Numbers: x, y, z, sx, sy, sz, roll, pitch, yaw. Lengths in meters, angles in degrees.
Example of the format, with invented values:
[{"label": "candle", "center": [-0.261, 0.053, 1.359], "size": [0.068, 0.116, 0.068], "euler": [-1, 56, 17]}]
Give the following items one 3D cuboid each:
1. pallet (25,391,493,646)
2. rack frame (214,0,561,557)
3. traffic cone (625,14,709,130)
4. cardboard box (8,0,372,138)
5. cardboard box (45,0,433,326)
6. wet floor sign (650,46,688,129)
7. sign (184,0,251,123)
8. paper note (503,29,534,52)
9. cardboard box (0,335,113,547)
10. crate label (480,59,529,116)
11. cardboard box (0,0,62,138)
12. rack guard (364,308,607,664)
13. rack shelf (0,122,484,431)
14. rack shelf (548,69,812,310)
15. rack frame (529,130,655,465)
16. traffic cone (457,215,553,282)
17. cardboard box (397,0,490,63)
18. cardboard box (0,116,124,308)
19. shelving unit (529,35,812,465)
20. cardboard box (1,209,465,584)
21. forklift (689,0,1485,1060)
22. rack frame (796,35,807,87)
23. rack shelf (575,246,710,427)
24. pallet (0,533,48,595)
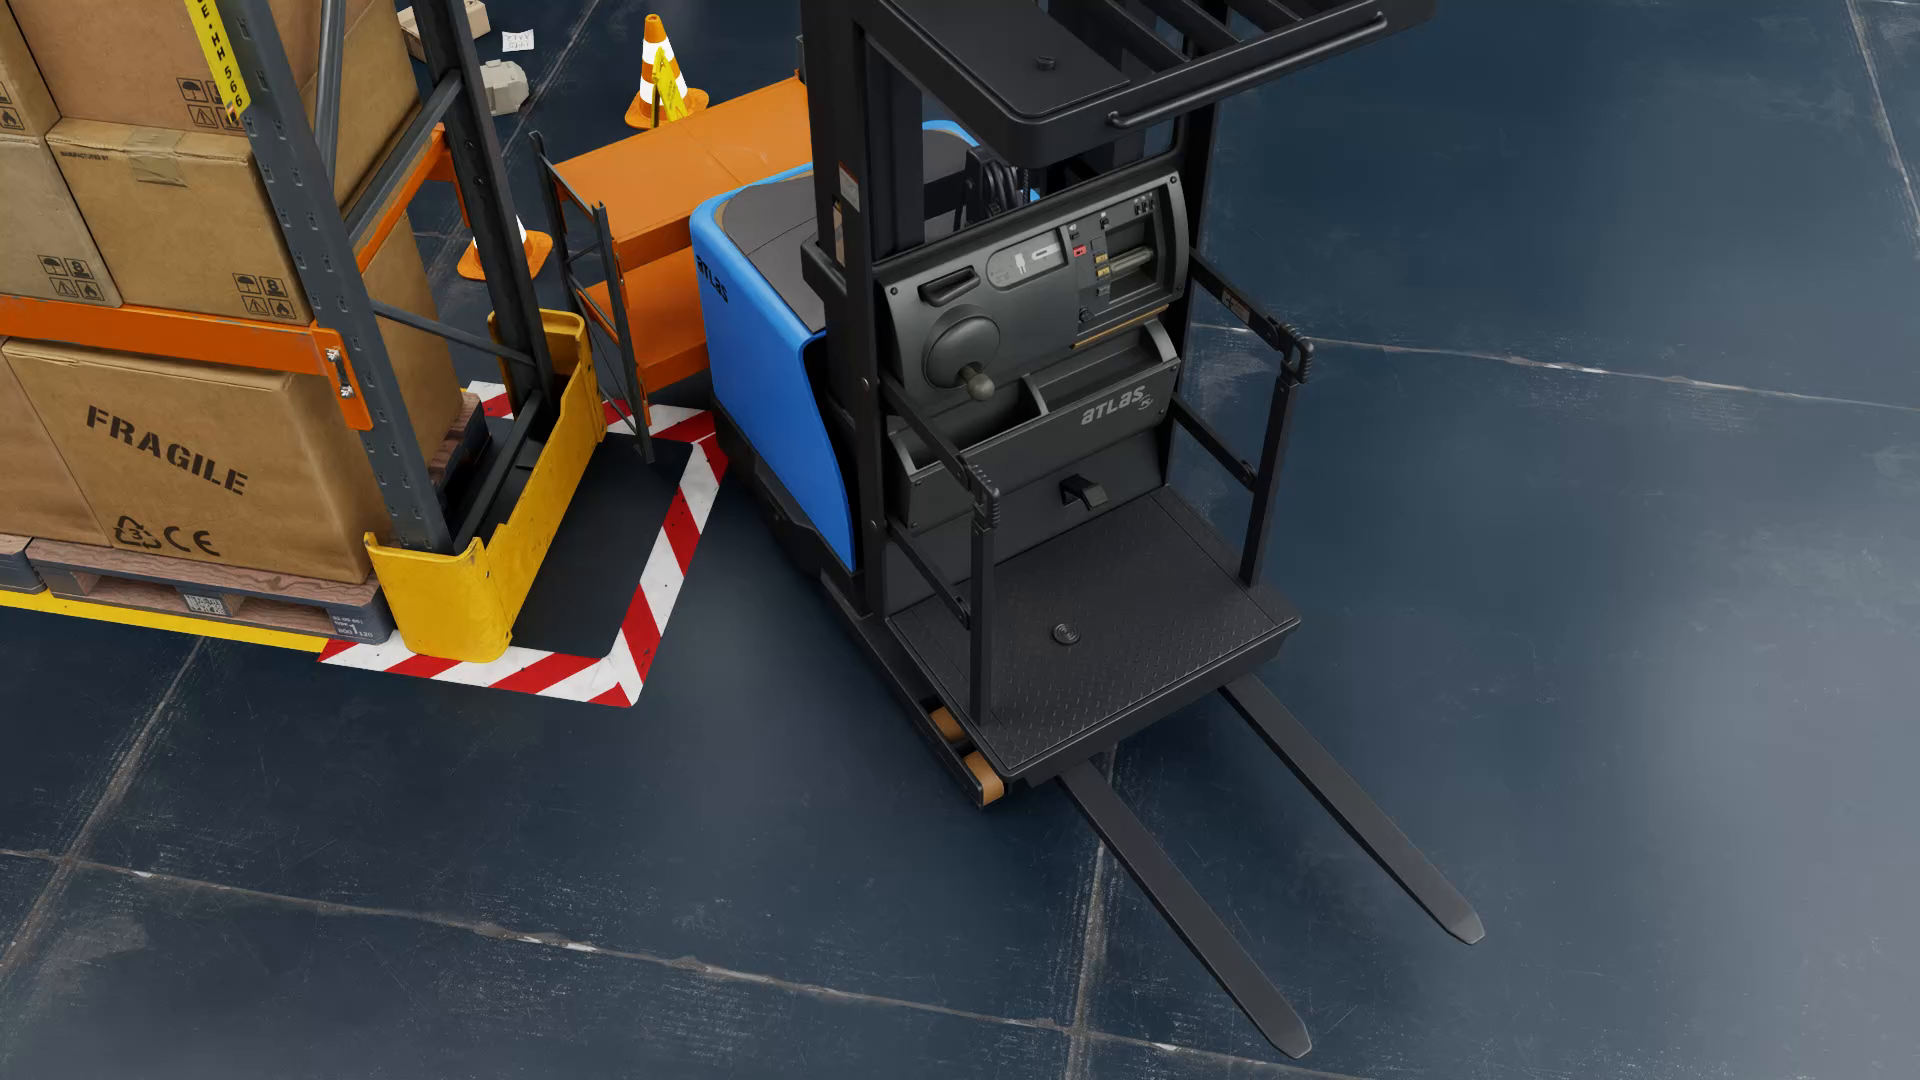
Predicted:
[{"label": "pallet", "center": [-2.385, -0.165, 5.756], "size": [1.213, 0.211, 1.003], "euler": [8, 49, 7]}, {"label": "rack frame", "center": [-1.584, -1.048, 4.676], "size": [0.127, 3.000, 1.000], "euler": [8, 49, 7]}, {"label": "traffic cone", "center": [-1.318, -2.092, 7.319], "size": [0.334, 0.463, 0.336], "euler": [8, 49, 7]}, {"label": "cardboard box", "center": [-1.942, -1.537, 4.288], "size": [0.550, 0.550, 0.875], "euler": [8, 49, 7]}, {"label": "cardboard box", "center": [-1.957, -1.115, 4.634], "size": [0.550, 0.550, 0.875], "euler": [8, 49, 7]}, {"label": "wet floor sign", "center": [-1.203, -1.707, 6.850], "size": [0.232, 0.644, 0.267], "euler": [0, 48, 0]}, {"label": "sign", "center": [-1.694, -1.119, 3.801], "size": [0.005, 0.325, 0.100], "euler": [8, 49, 7]}, {"label": "paper note", "center": [-2.087, -2.361, 7.851], "size": [0.142, 0.019, 0.148], "euler": [-7, 48, -7]}, {"label": "cardboard box", "center": [-3.129, -0.635, 5.450], "size": [0.875, 0.875, 0.875], "euler": [7, 48, 6]}, {"label": "crate label", "center": [-2.103, -2.042, 7.493], "size": [0.298, 0.136, 0.250], "euler": [-15, 50, -13]}, {"label": "cardboard box", "center": [-2.500, -1.542, 4.292], "size": [0.550, 0.550, 0.875], "euler": [8, 49, 7]}, {"label": "rack guard", "center": [-1.560, -0.210, 5.602], "size": [0.348, 0.500, 1.175], "euler": [8, 49, 7]}, {"label": "rack shelf", "center": [-3.552, -1.073, 5.181], "size": [4.000, 0.370, 1.077], "euler": [8, 49, 7]}, {"label": "rack shelf", "center": [-0.838, -1.218, 5.694], "size": [1.000, 0.278, 0.538], "euler": [-27, 54, -22]}, {"label": "rack frame", "center": [-1.256, -0.807, 5.719], "size": [0.032, 1.125, 0.500], "euler": [-27, 54, -22]}, {"label": "traffic cone", "center": [-1.854, -1.310, 6.616], "size": [0.334, 0.463, 0.336], "euler": [8, 49, 7]}, {"label": "cardboard box", "center": [-2.451, -2.427, 7.831], "size": [0.250, 0.149, 0.380], "euler": [32, 56, 26]}, {"label": "cardboard box", "center": [-2.502, -1.171, 4.685], "size": [0.550, 0.550, 0.875], "euler": [8, 49, 7]}, {"label": "shelving unit", "center": [-0.838, -1.022, 5.912], "size": [1.048, 1.125, 0.538], "euler": [-27, 54, -22]}, {"label": "cardboard box", "center": [-2.263, -0.520, 5.347], "size": [0.875, 0.875, 0.875], "euler": [8, 49, 7]}, {"label": "forklift", "center": [0.334, -0.585, 4.305], "size": [1.130, 2.935, 3.031], "euler": [-25, 53, -21]}, {"label": "rack frame", "center": [-0.420, -1.238, 6.106], "size": [0.032, 1.125, 0.500], "euler": [-27, 54, -22]}, {"label": "rack shelf", "center": [-0.838, -0.859, 6.094], "size": [1.000, 0.278, 0.538], "euler": [-27, 54, -22]}, {"label": "pallet", "center": [-3.582, -0.328, 5.903], "size": [1.213, 0.211, 1.003], "euler": [8, 49, 7]}]
